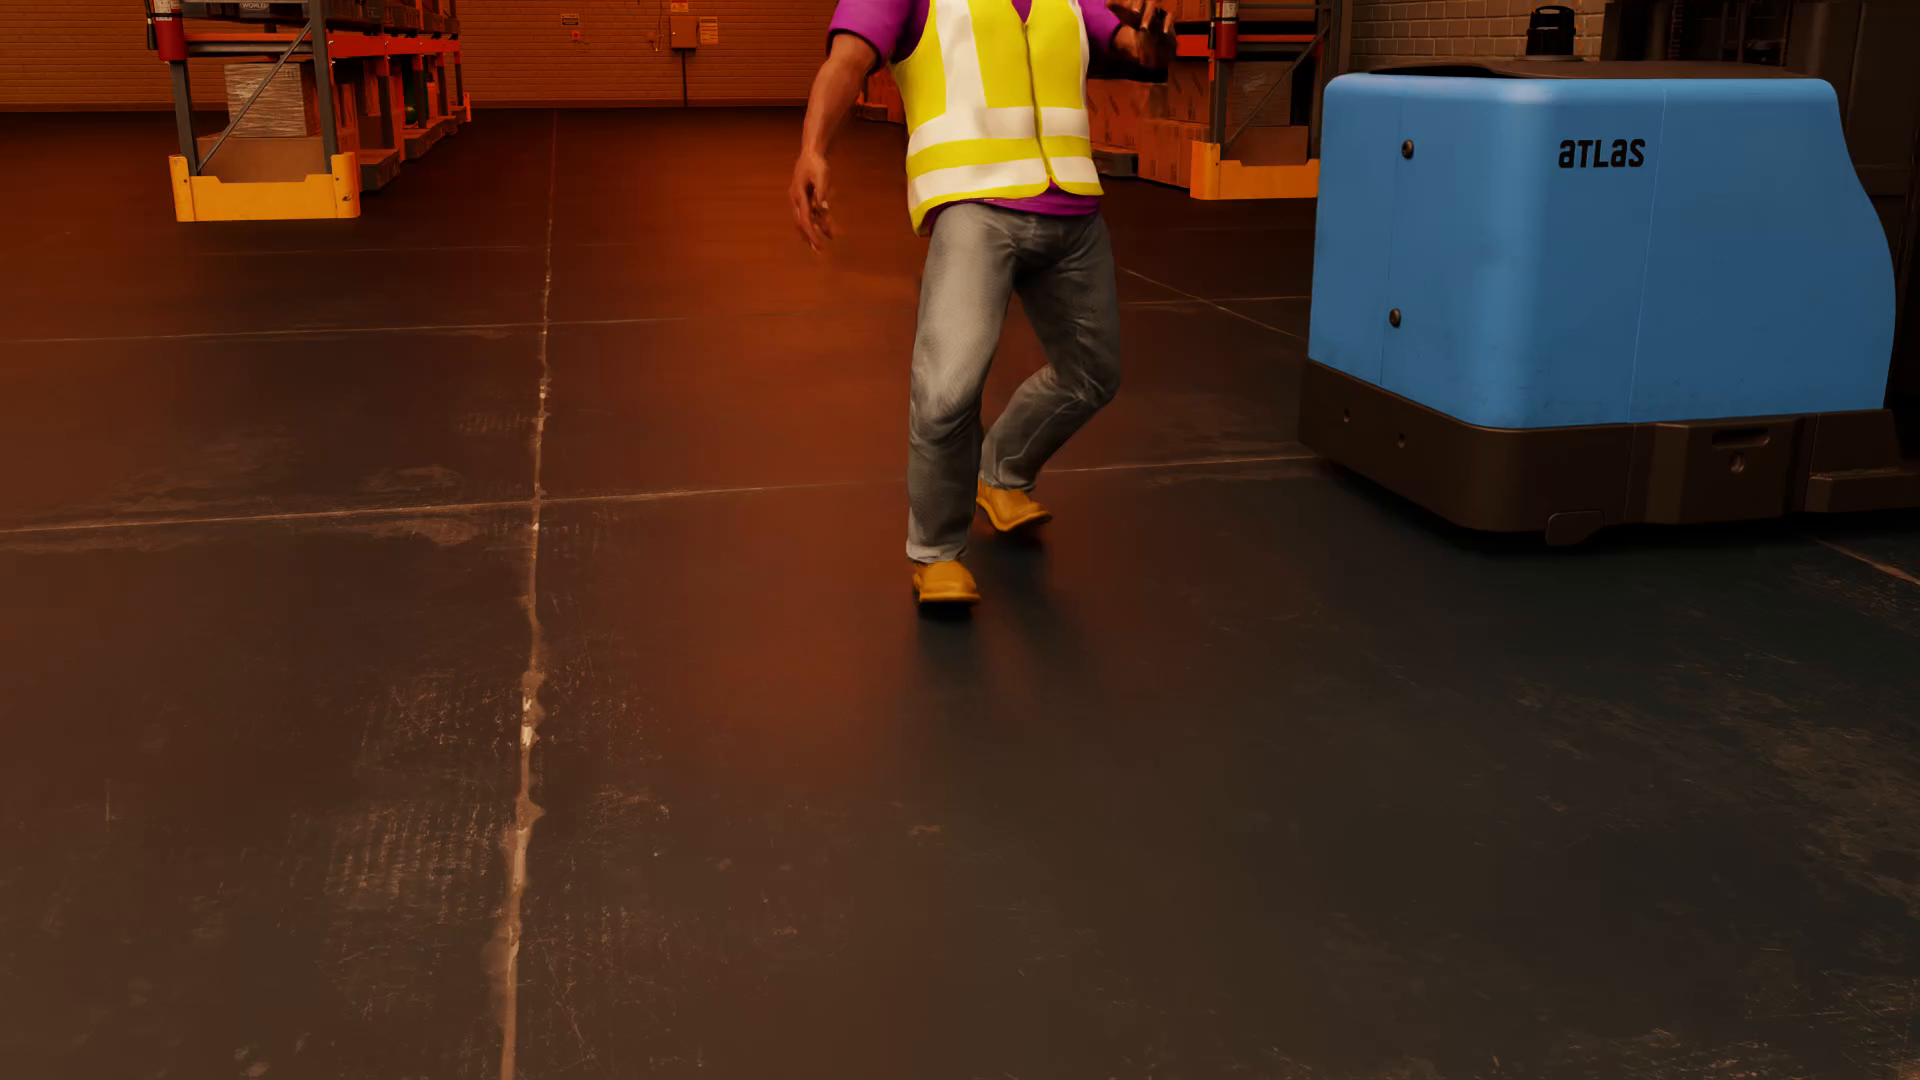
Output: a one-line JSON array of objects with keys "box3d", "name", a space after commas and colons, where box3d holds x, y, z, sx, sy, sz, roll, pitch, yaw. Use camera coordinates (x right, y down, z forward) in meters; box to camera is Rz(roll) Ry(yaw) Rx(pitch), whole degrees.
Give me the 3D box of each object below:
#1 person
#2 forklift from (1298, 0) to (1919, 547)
[{"box3d": [0.041, -0.700, 3.402, 0.863, 1.544, 0.871, -13, 21, -37], "name": "person"}, {"box3d": [2.529, -1.591, 4.223, 3.031, 2.935, 1.130, -4, 17, -13], "name": "forklift"}]
